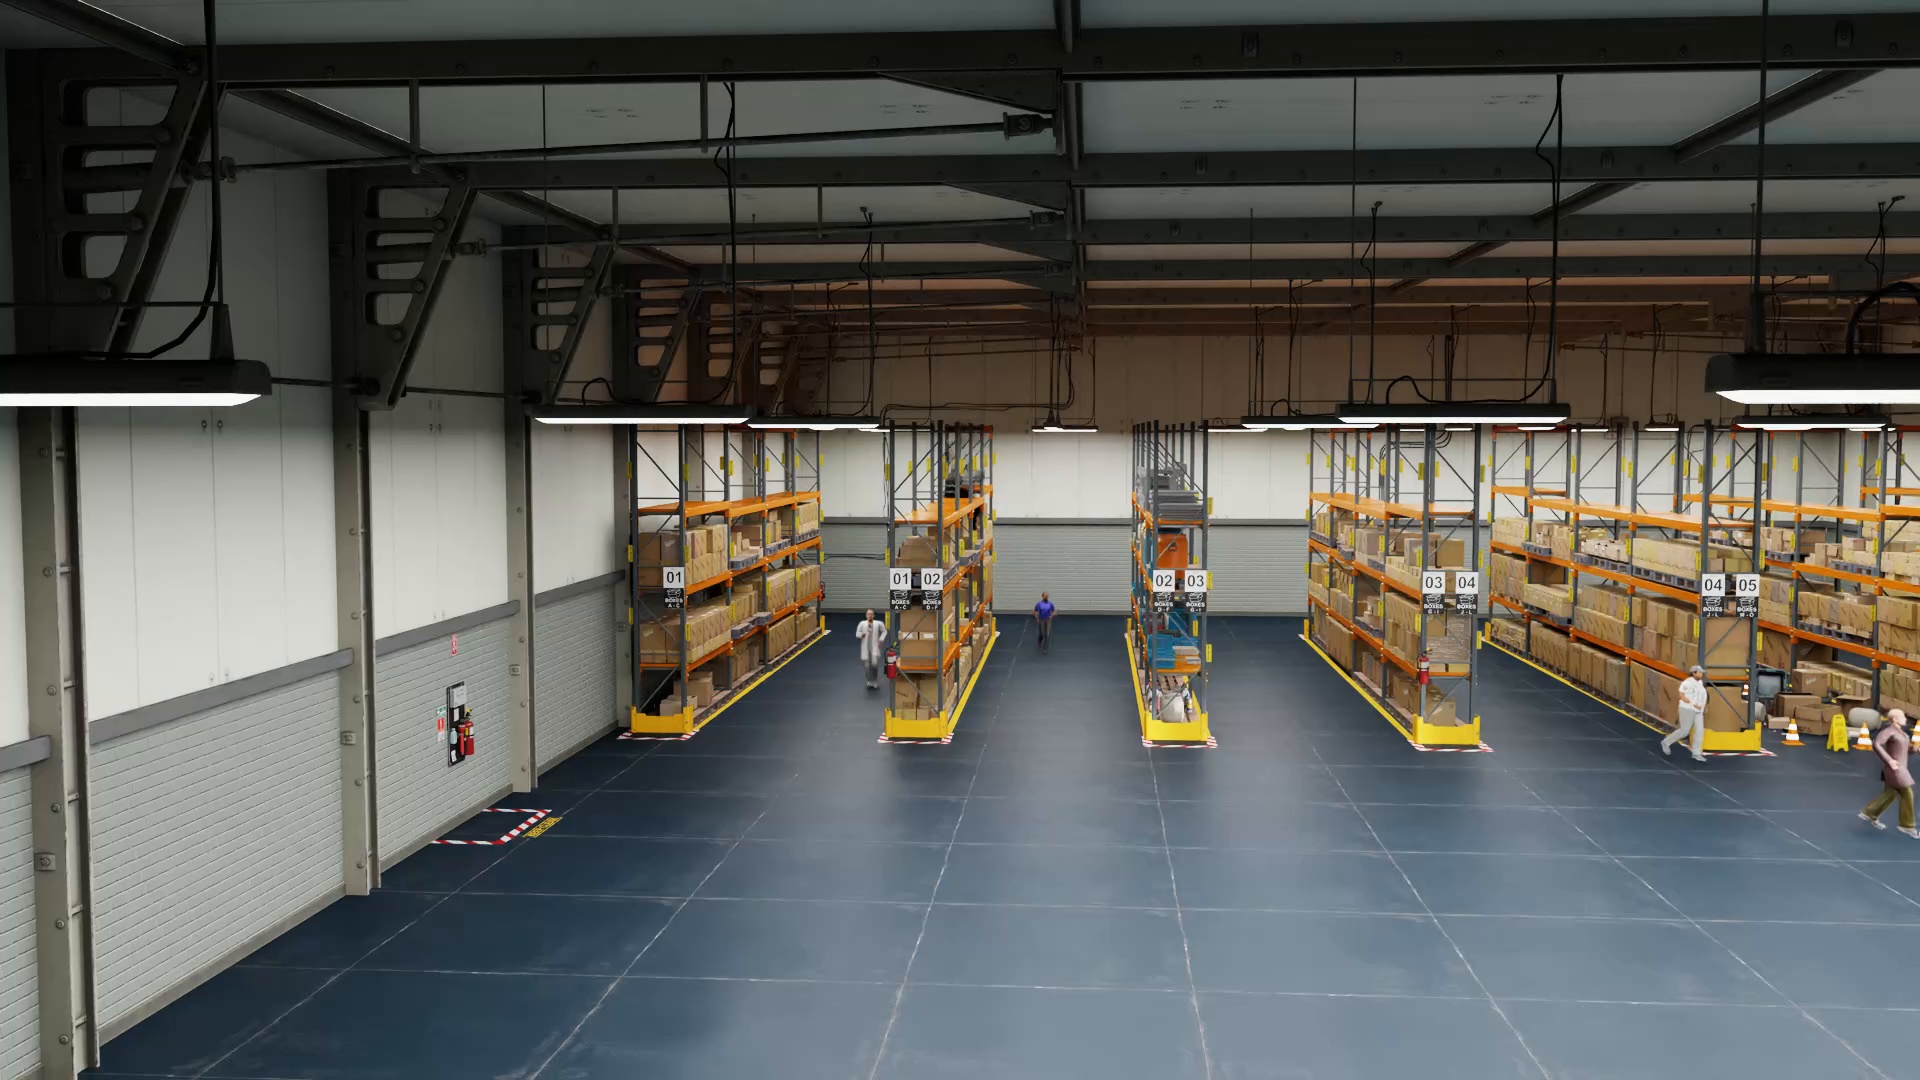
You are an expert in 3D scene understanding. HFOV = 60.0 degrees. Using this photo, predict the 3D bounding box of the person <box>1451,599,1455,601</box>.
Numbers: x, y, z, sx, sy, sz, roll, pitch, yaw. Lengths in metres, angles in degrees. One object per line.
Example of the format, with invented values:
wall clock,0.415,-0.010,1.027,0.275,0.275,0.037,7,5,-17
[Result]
person,13.460,1.947,46.661,0.678,1.724,0.660,-3,4,-36

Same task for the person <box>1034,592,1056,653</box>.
person,2.235,2.163,43.620,0.574,1.603,0.538,0,4,-8

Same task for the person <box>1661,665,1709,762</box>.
person,12.960,3.040,29.445,0.690,1.648,0.823,-2,4,-32

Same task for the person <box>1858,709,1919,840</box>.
person,13.357,3.321,23.790,0.876,1.823,0.694,2,4,35

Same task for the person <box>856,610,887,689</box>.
person,-2.011,2.476,37.476,0.687,1.805,0.734,0,4,3
